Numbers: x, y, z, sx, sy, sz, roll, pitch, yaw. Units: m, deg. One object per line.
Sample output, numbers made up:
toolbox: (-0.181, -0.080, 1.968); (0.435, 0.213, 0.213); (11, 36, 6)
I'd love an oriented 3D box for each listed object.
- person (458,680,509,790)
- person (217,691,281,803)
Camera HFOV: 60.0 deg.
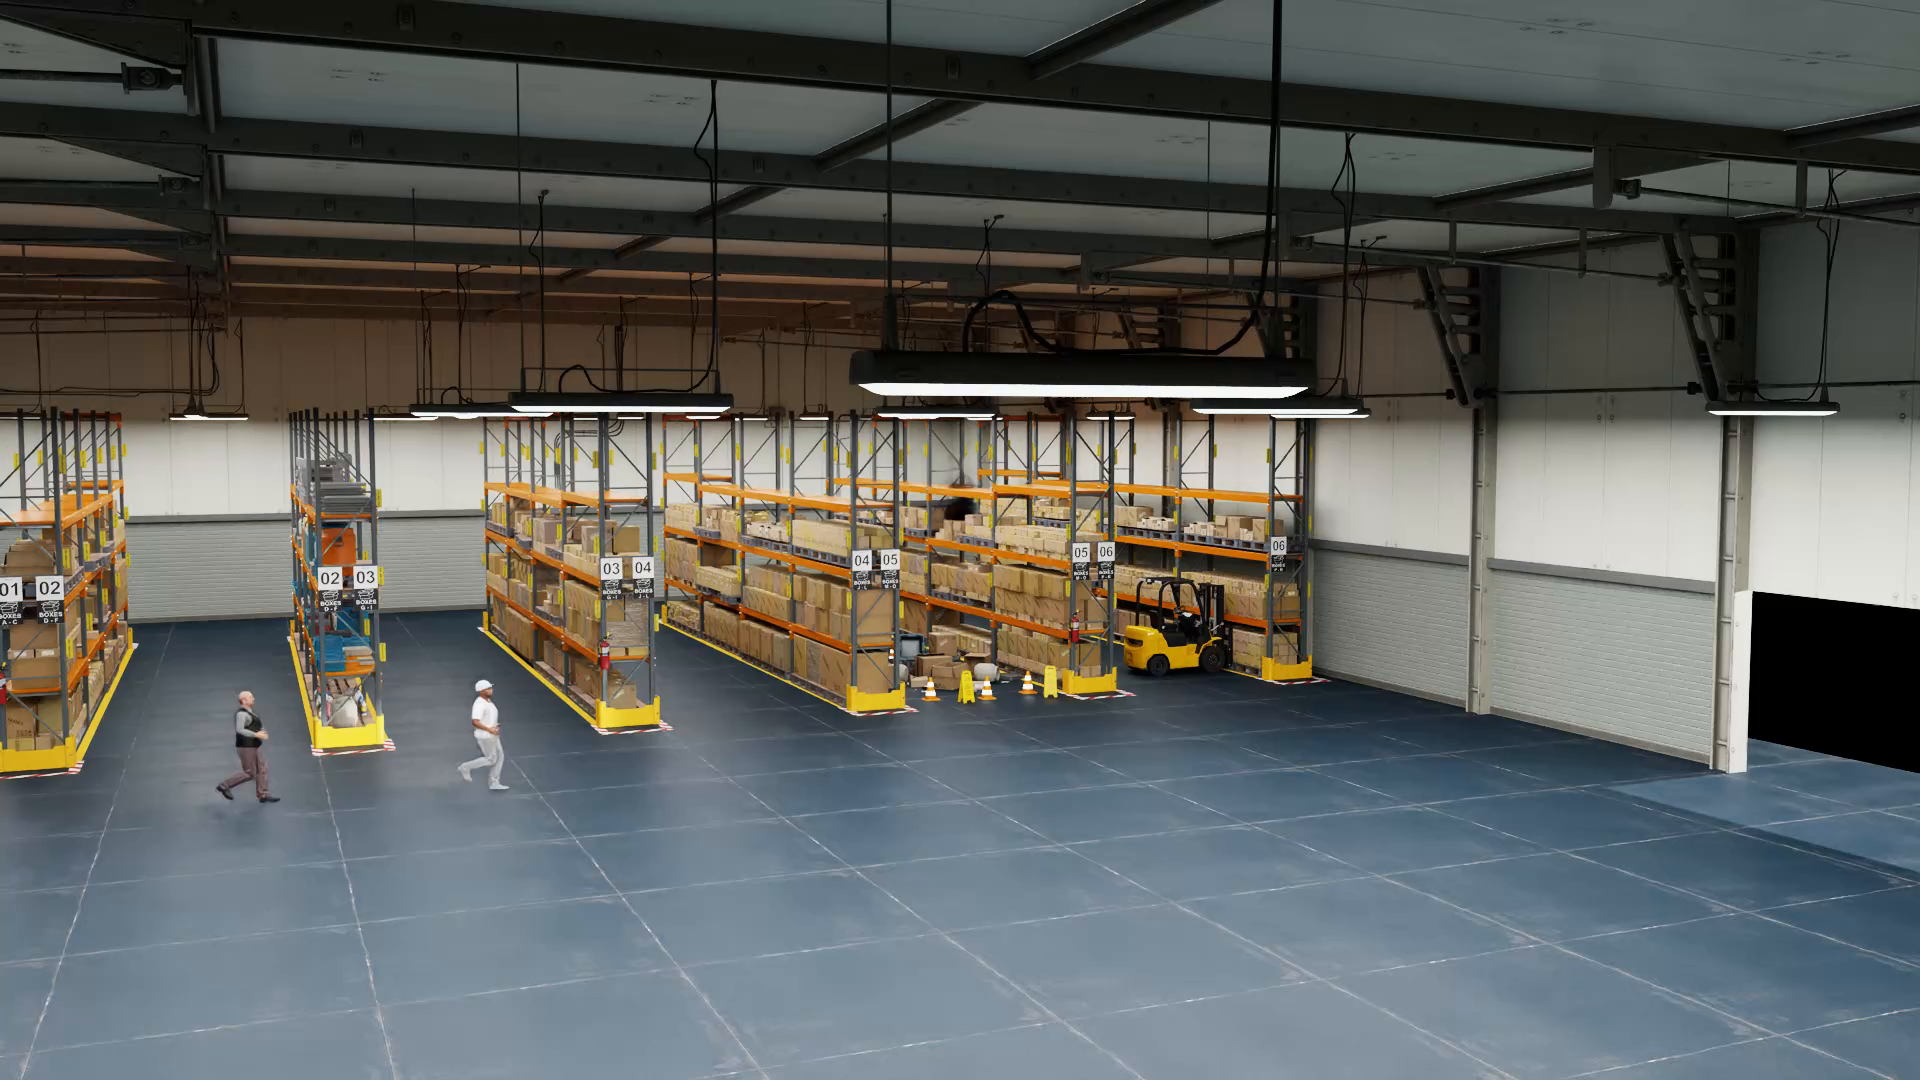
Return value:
person: (-7.426, 3.046, 25.930); (0.758, 1.738, 0.699); (0, 4, -4)
person: (-10.663, 3.147, 24.900); (0.880, 1.622, 0.670); (-1, 4, -10)
